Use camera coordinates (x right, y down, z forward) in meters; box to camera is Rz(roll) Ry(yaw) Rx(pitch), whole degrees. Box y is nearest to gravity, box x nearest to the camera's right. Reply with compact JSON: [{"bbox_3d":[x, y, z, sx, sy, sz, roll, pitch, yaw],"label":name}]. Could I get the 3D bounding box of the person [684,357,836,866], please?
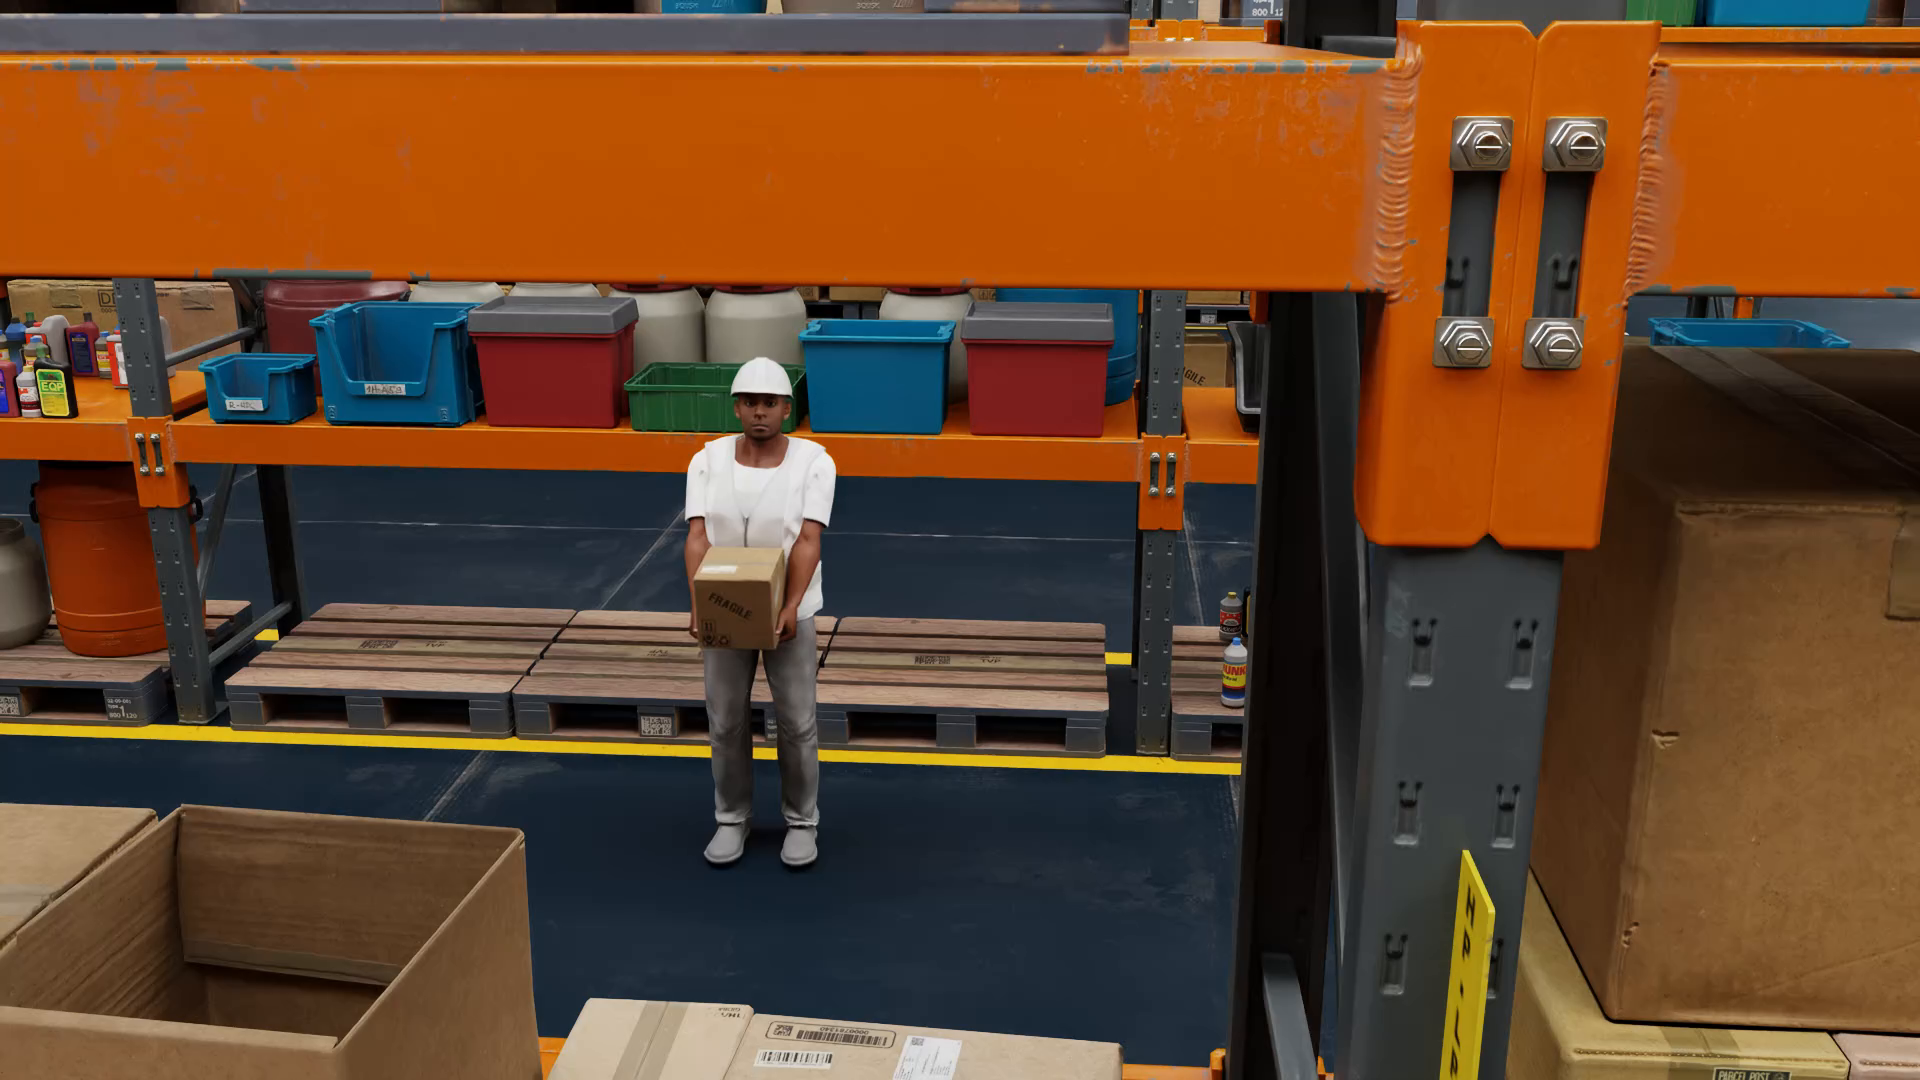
[{"bbox_3d":[-0.681,0.282,5.618,0.502,1.762,0.586,1,17,4],"label":"person"}]
